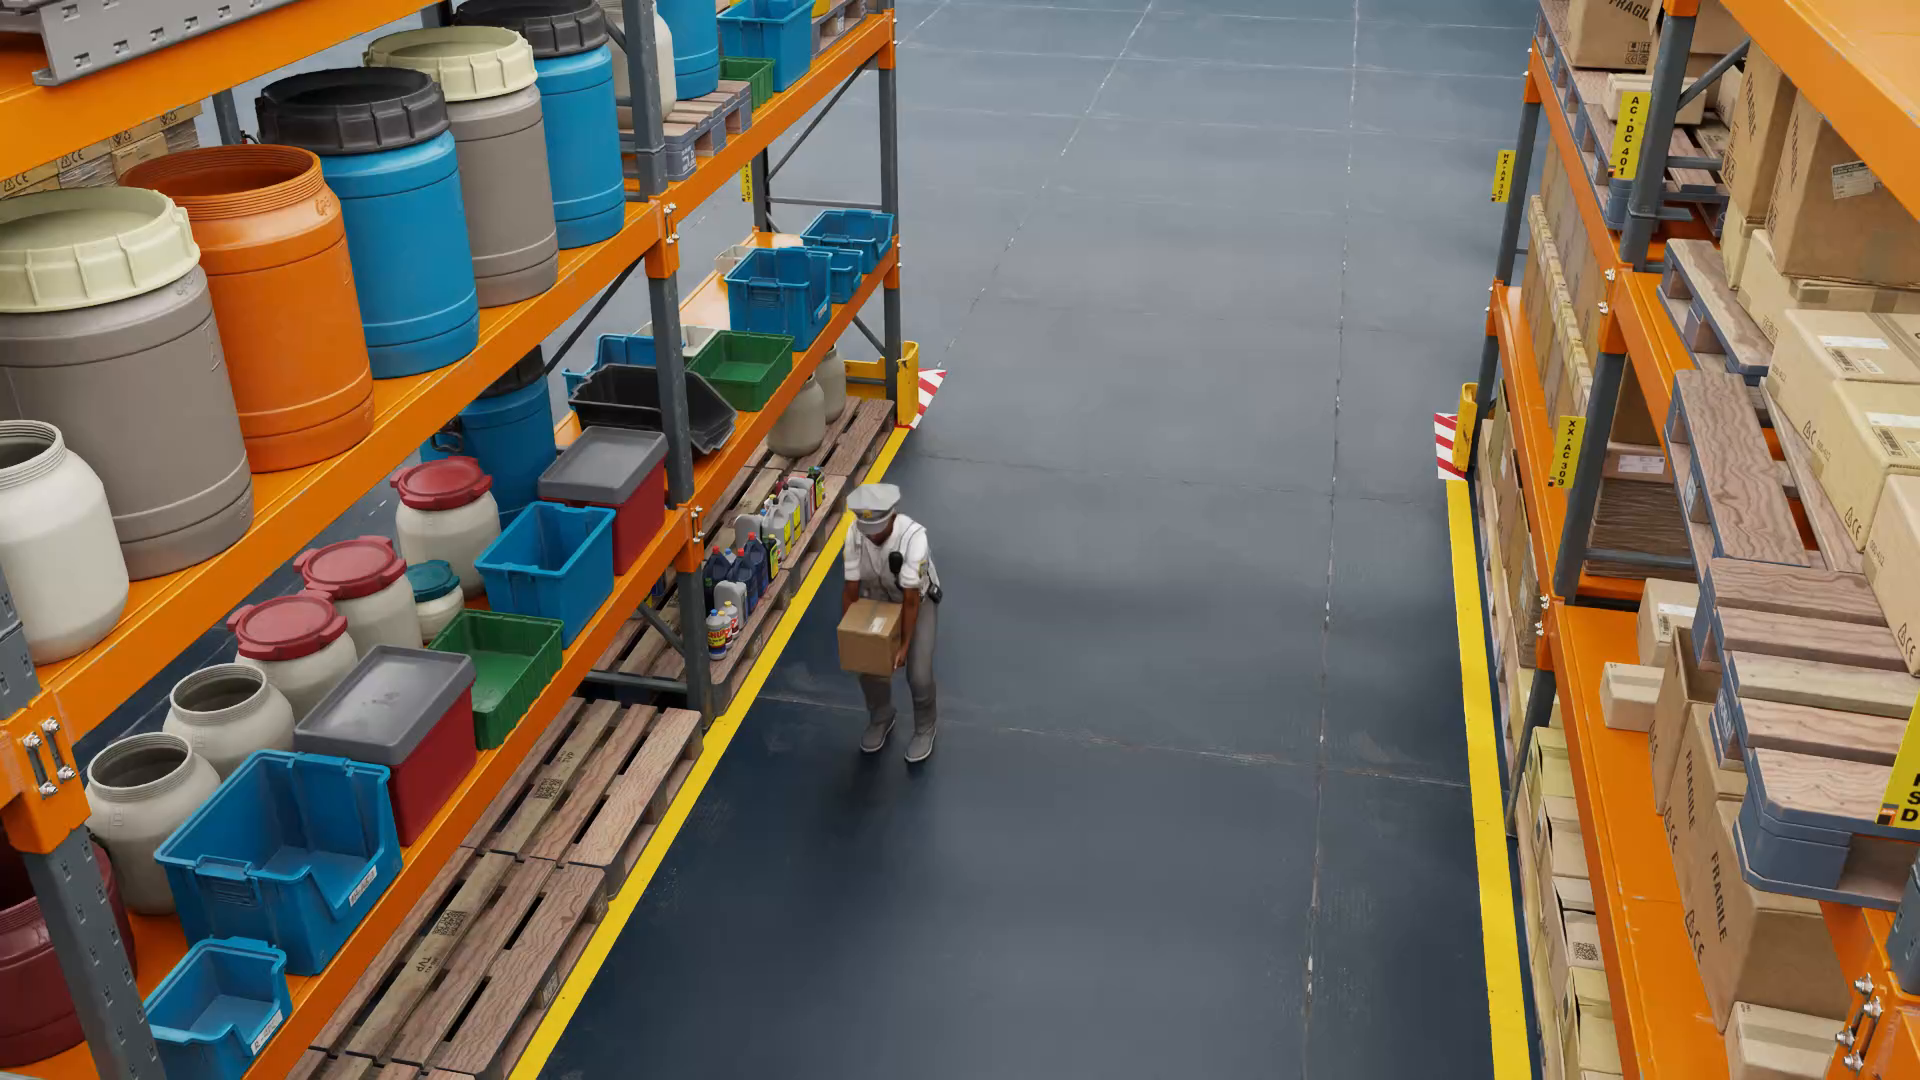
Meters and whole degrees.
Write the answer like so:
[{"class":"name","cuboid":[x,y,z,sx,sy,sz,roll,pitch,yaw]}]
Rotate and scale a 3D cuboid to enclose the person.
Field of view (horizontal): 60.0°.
[{"class":"person","cuboid":[-0.332,0.386,8.016,0.411,1.573,0.609,10,30,17]}]
